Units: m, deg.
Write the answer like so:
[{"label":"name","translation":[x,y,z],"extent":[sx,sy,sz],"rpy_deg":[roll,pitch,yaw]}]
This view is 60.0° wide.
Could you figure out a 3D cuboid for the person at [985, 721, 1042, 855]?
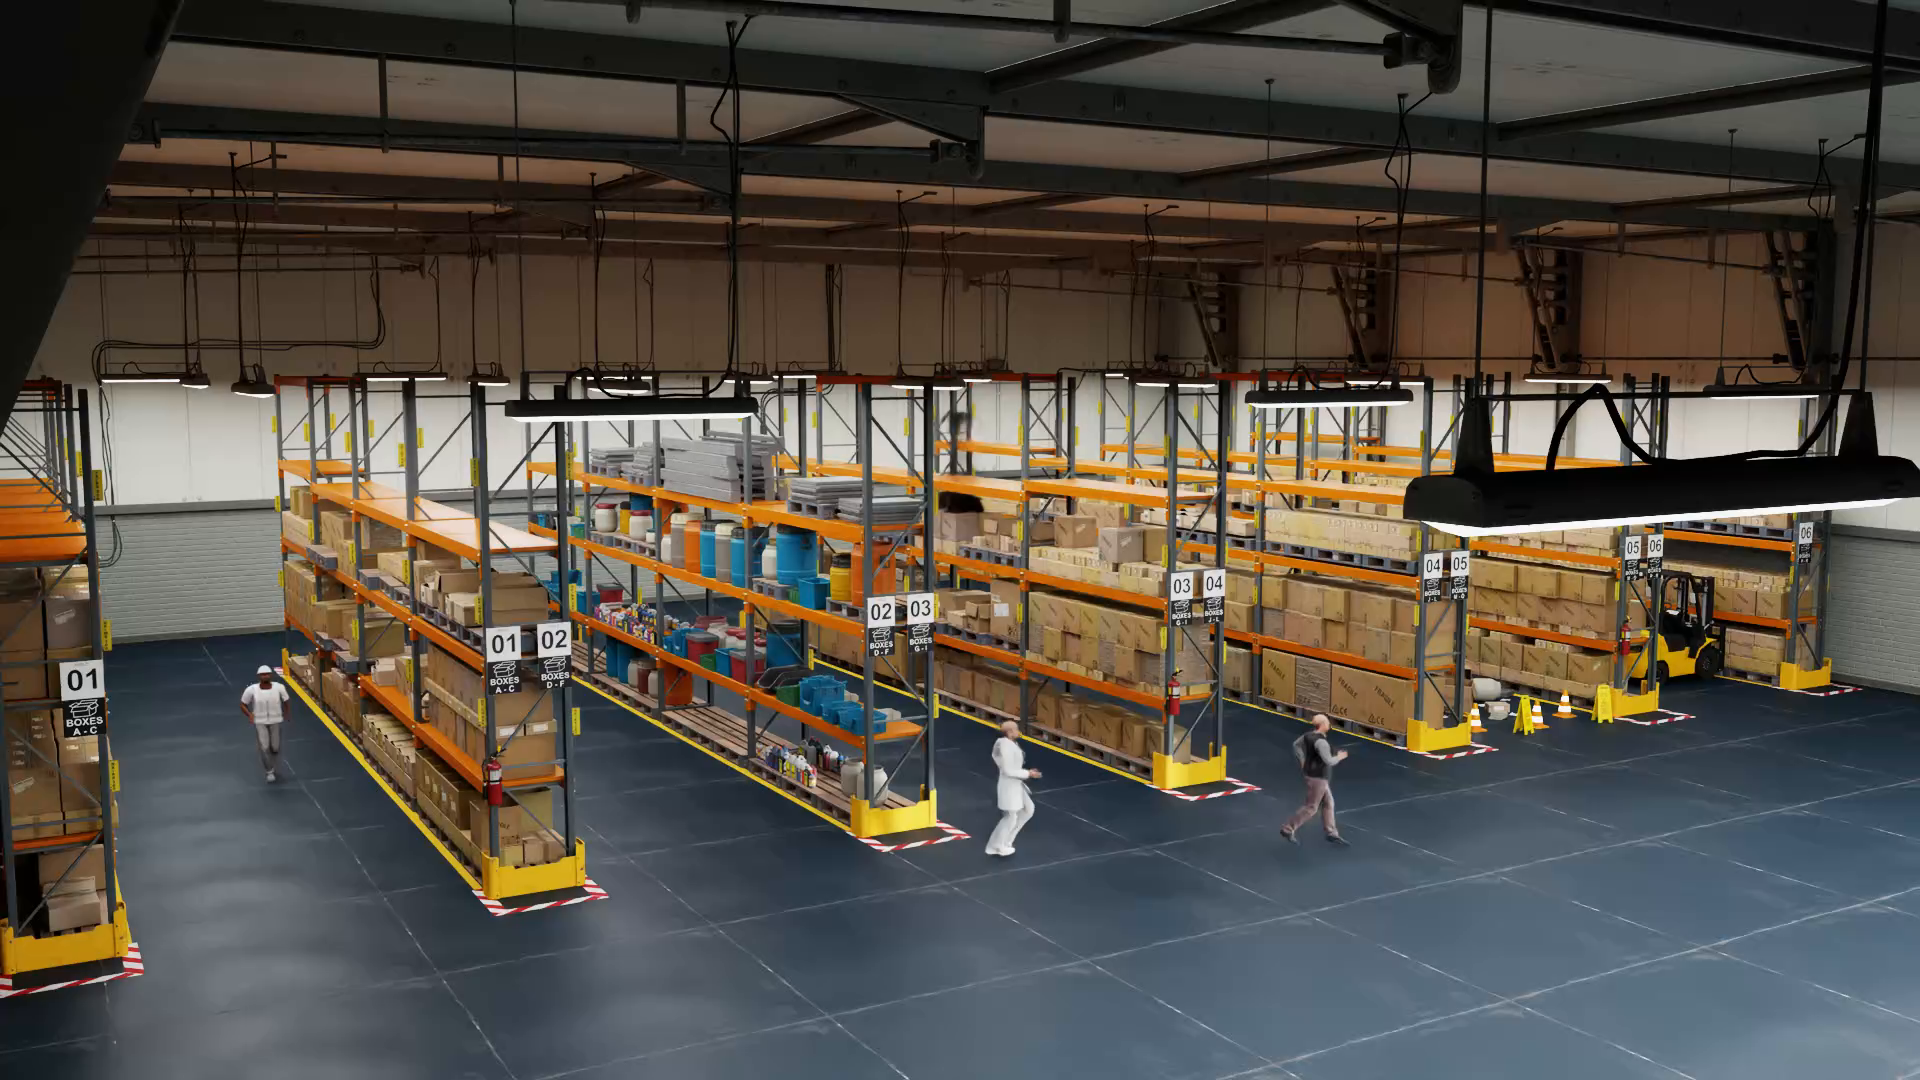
[{"label":"person","translation":[0.681,3.154,21.098],"extent":[0.722,1.765,0.681],"rpy_deg":[0,6,4]}]

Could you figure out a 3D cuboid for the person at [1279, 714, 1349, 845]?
[{"label":"person","translation":[4.587,3.103,21.457],"extent":[0.948,1.732,0.627],"rpy_deg":[0,6,-3]}]

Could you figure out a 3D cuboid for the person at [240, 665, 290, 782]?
[{"label":"person","translation":[-10.464,2.741,25.085],"extent":[0.701,1.732,0.680],"rpy_deg":[-3,7,-28]}]
